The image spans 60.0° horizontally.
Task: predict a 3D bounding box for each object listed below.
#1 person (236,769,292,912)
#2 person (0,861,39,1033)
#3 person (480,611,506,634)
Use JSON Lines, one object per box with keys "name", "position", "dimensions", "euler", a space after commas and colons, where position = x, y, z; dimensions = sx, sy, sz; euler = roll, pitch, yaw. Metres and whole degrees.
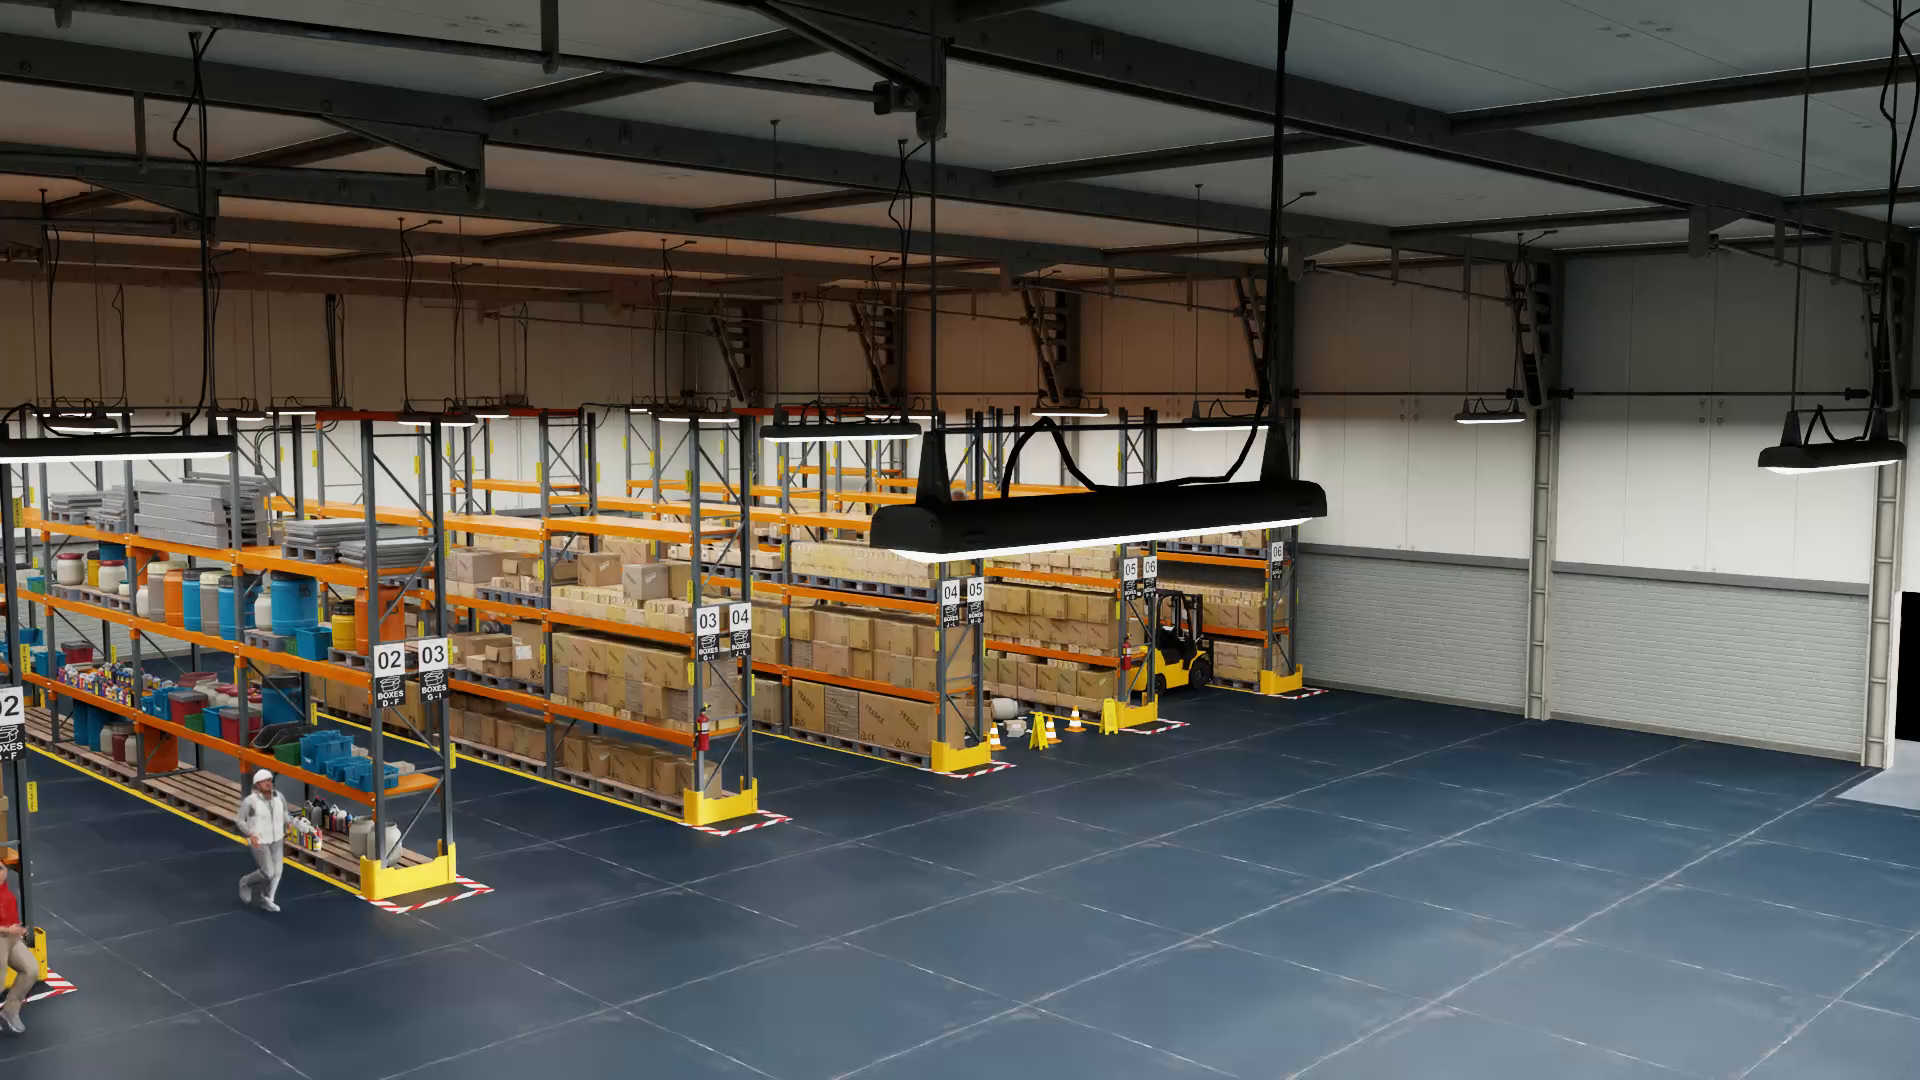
{"name": "person", "position": [-8.502, 3.667, 20.382], "dimensions": [0.627, 1.746, 0.656], "euler": [3, 6, 34]}
{"name": "person", "position": [-9.495, 4.031, 16.491], "dimensions": [0.597, 1.742, 0.682], "euler": [0, 5, -1]}
{"name": "person", "position": [-9.833, 2.333, 35.230], "dimensions": [0.673, 1.667, 1.079], "euler": [-4, 7, -41]}
